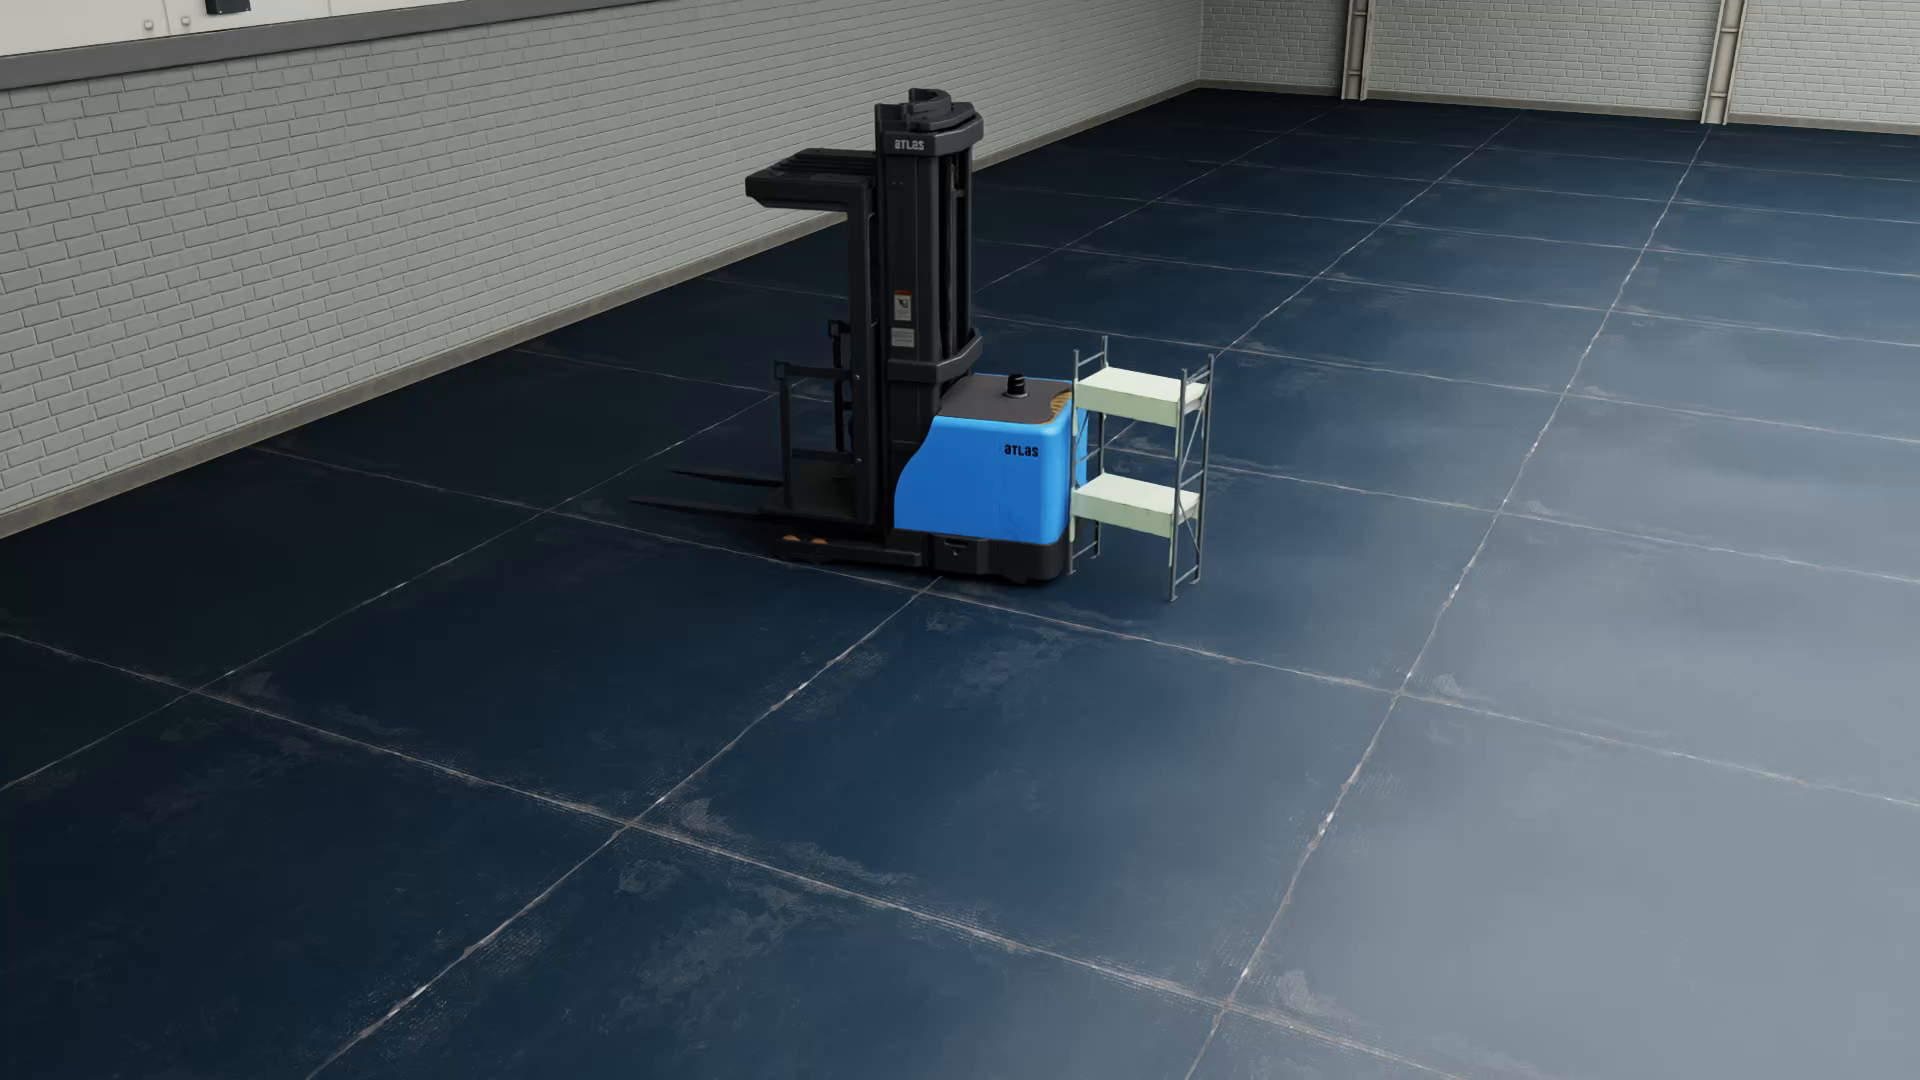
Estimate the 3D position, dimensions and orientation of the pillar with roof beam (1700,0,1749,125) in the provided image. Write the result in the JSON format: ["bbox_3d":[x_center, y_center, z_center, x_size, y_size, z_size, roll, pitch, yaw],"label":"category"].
[{"bbox_3d":[10.505,-9.530,22.161,0.400,9.000,9.100,11,25,25],"label":"pillar with roof beam"}]

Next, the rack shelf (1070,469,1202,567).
[{"bbox_3d":[1.112,-0.149,10.518,0.720,0.370,0.431,14,27,30],"label":"rack shelf"}]

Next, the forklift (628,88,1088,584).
[{"bbox_3d":[-0.717,-1.381,10.751,3.031,2.935,1.130,6,24,15],"label":"forklift"}]

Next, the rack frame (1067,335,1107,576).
[{"bbox_3d":[0.807,-0.528,10.575,0.023,1.500,0.400,14,27,30],"label":"rack frame"}]

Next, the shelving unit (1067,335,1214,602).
[{"bbox_3d":[1.112,-0.449,10.390,0.755,1.500,0.431,14,27,30],"label":"shelving unit"}]

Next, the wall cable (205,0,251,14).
[{"bbox_3d":[-4.855,-6.951,11.752,0.169,6.003,2.305,11,25,25],"label":"wall cable"}]

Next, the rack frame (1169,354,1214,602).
[{"bbox_3d":[1.418,-0.371,10.205,0.023,1.500,0.400,14,27,30],"label":"rack frame"}]

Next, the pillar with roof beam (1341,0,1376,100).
[{"bbox_3d":[5.150,-10.590,24.652,0.400,9.000,9.100,11,25,25],"label":"pillar with roof beam"}]

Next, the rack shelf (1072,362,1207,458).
[{"bbox_3d":[1.112,-0.808,10.238,0.720,0.370,0.431,14,27,30],"label":"rack shelf"}]
